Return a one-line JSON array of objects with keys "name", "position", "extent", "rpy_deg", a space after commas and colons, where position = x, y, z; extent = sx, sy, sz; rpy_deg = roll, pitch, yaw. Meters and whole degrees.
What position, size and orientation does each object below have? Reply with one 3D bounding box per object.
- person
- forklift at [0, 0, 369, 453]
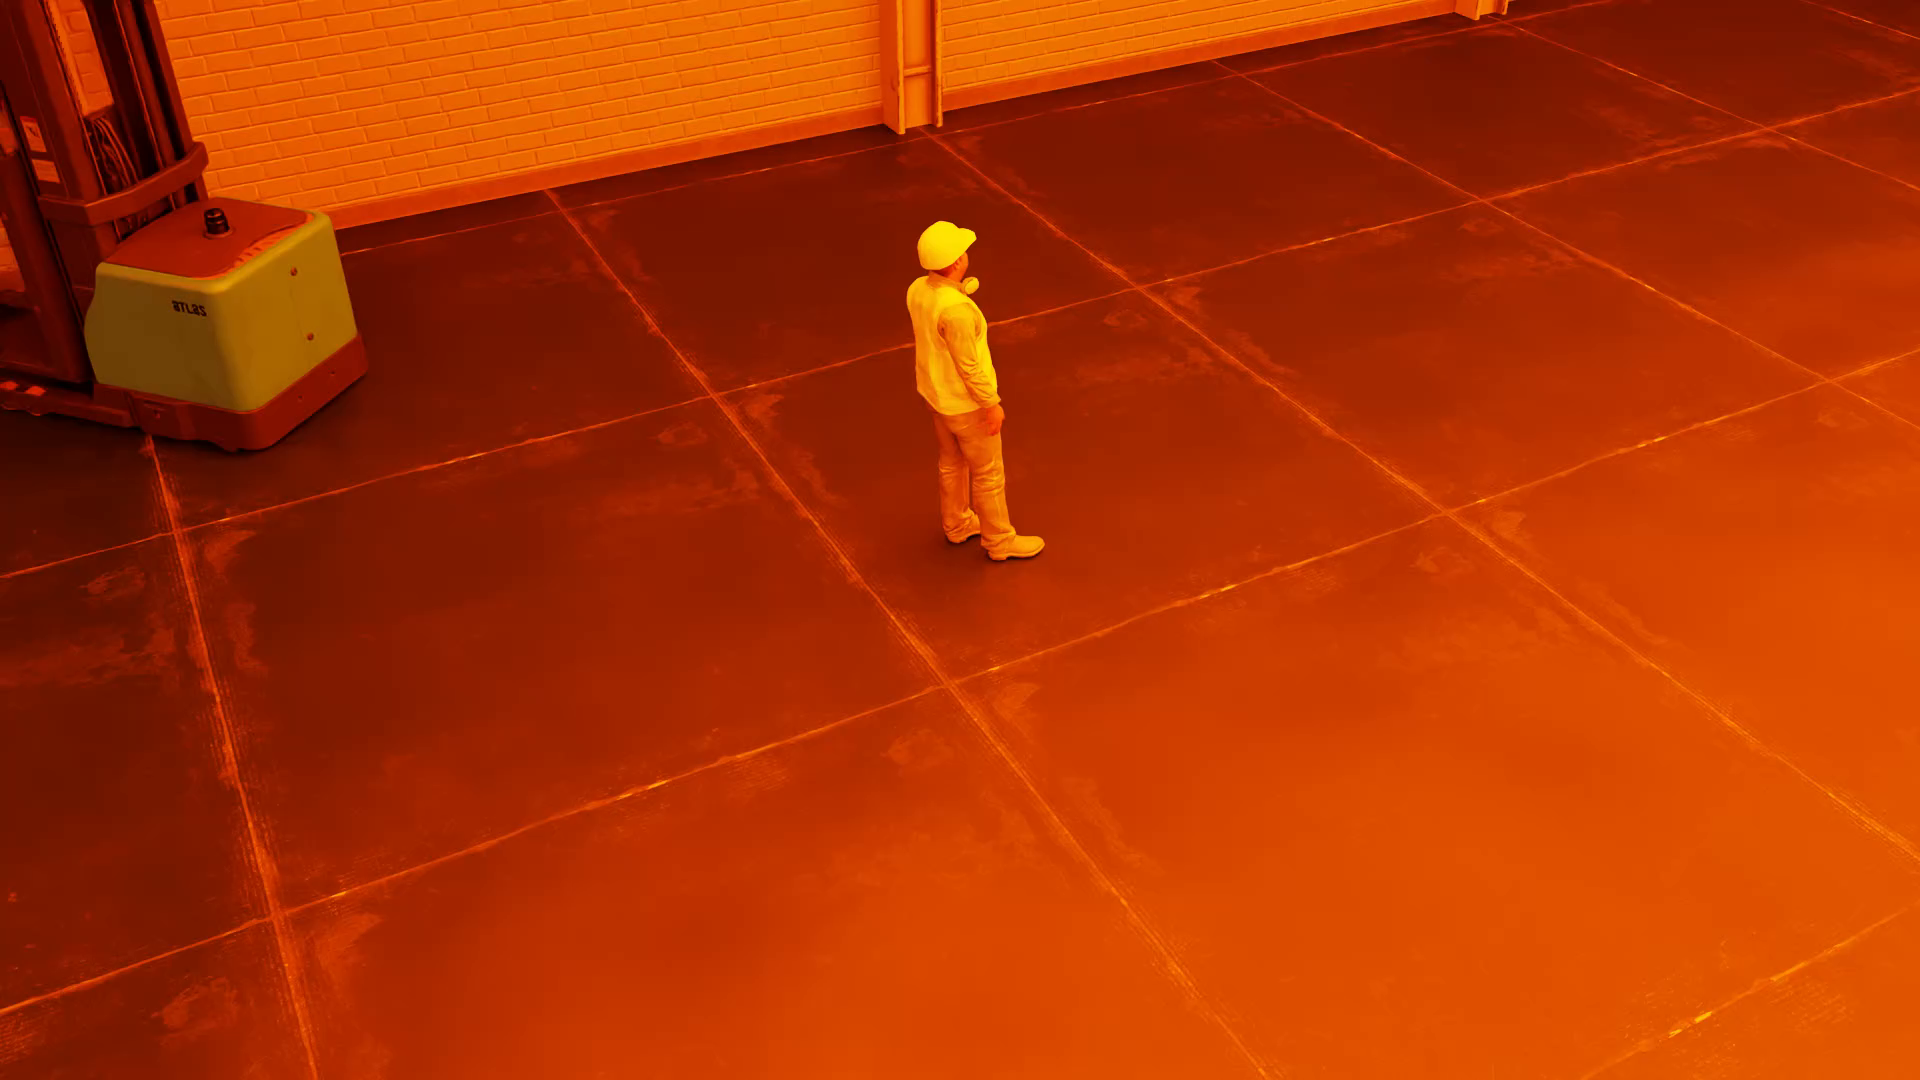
[{"name": "person", "position": [0.059, -0.743, 8.165], "extent": [0.566, 1.775, 0.633], "rpy_deg": [-17, 39, -23]}, {"name": "forklift", "position": [-5.125, -2.195, 9.228], "extent": [3.031, 2.935, 1.130], "rpy_deg": [11, 37, 16]}]
